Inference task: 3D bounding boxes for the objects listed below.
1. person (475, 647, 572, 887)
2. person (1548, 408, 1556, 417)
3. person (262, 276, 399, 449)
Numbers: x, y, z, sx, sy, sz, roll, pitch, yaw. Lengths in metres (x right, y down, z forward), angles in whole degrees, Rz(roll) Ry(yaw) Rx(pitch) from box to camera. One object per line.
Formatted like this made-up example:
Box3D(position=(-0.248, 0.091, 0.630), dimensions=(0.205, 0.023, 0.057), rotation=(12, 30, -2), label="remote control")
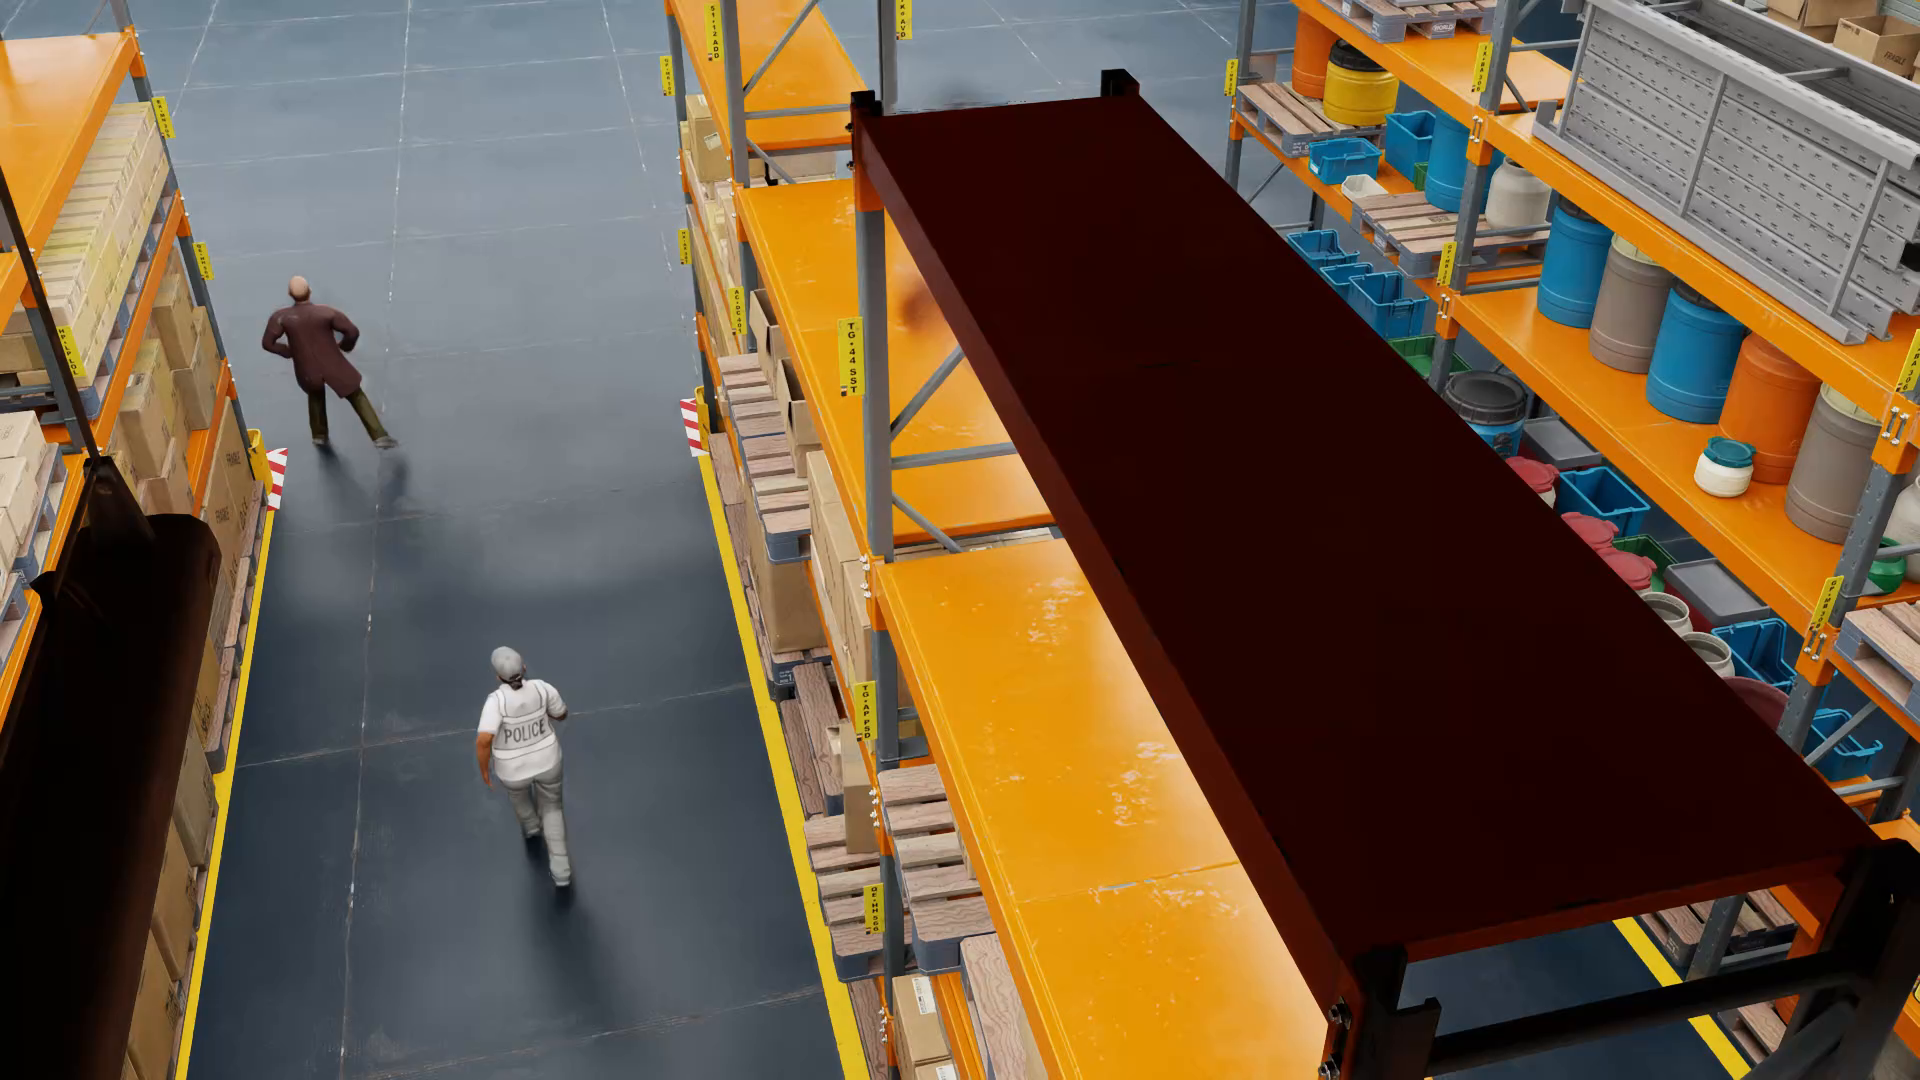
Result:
Box3D(position=(-2.715, 1.464, 10.514), dimensions=(0.627, 1.706, 0.830), rotation=(-16, 38, -22), label="person")
Box3D(position=(5.552, -1.603, 14.884), dimensions=(0.628, 1.812, 0.827), rotation=(-20, 39, -27), label="person")
Box3D(position=(-5.626, -1.508, 14.785), dimensions=(0.933, 1.780, 0.822), rotation=(-11, 36, -15), label="person")
